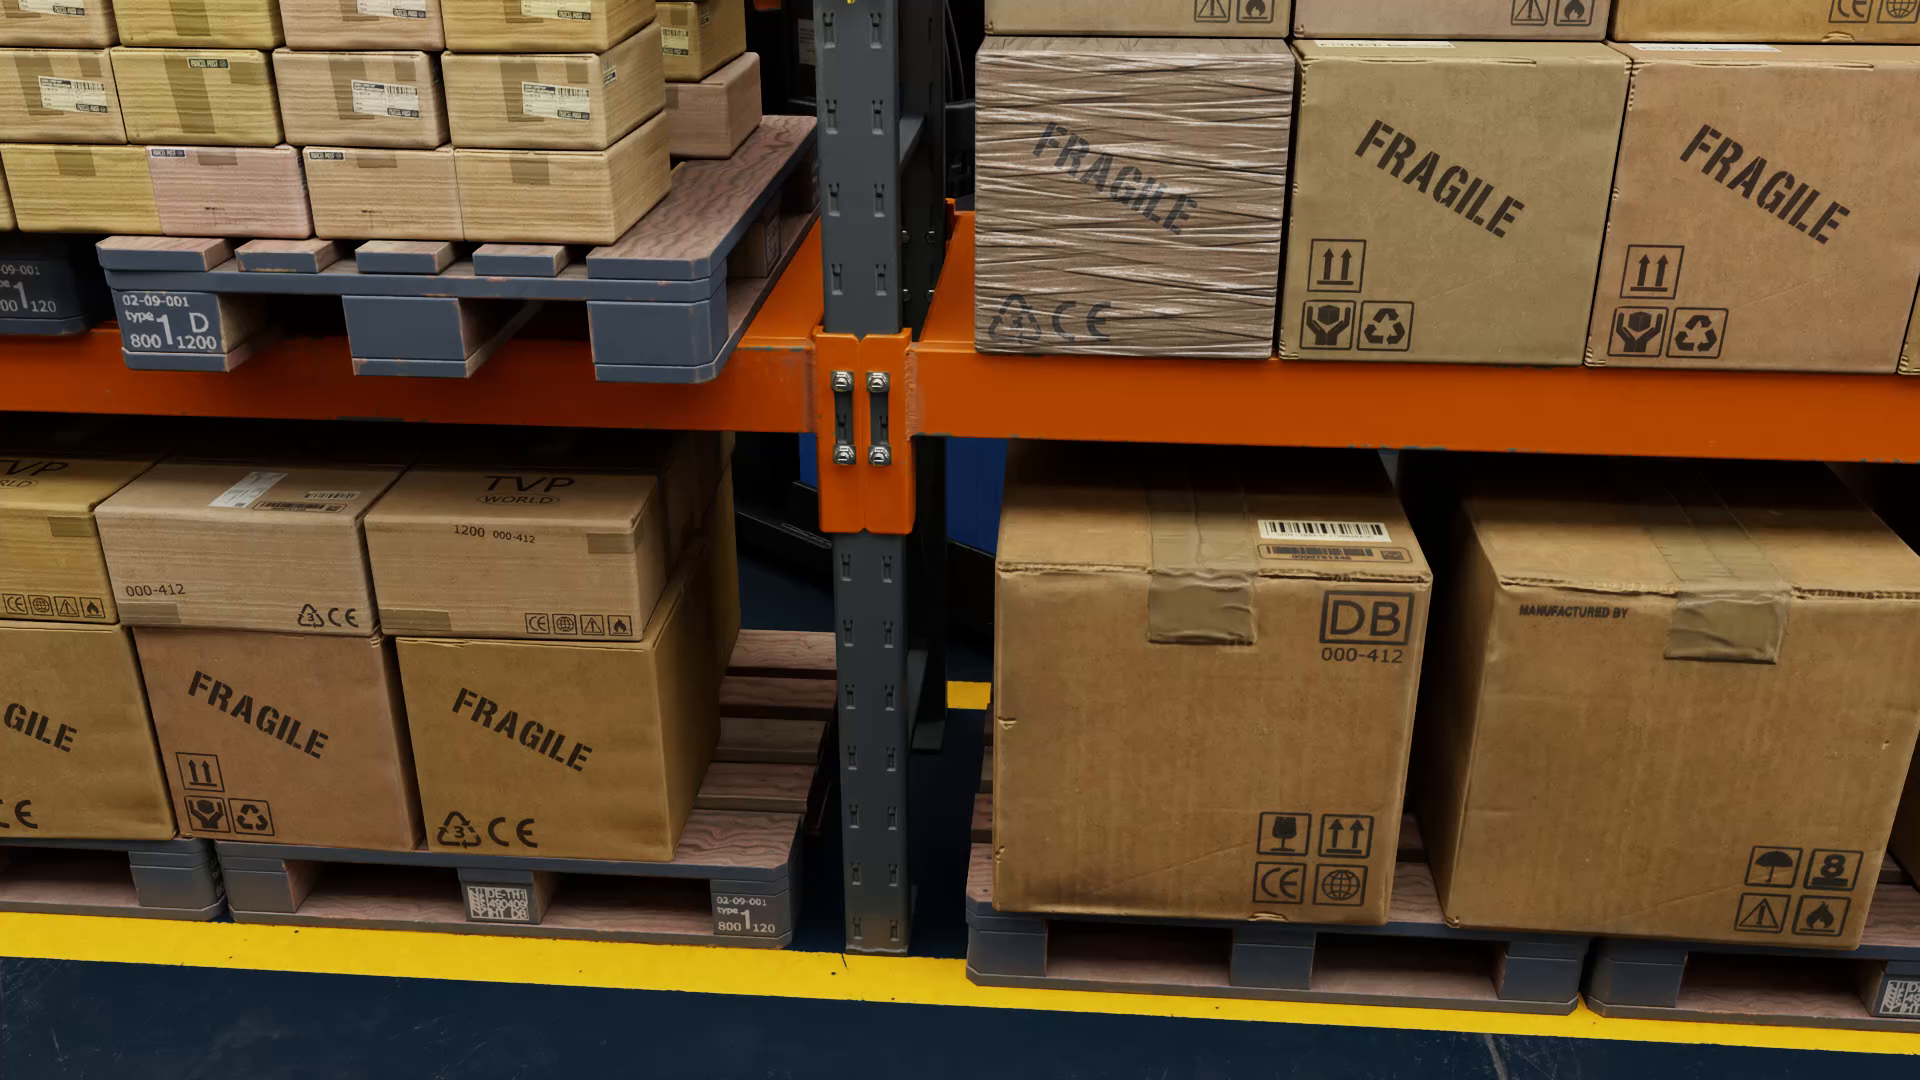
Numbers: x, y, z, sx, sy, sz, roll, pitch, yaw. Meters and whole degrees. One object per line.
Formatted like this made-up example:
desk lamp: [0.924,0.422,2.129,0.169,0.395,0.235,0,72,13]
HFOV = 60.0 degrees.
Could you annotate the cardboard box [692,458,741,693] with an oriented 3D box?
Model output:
cardboard box: [-0.818,0.096,3.941,0.500,0.500,0.500,1,25,2]

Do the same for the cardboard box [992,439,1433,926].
cardboard box: [0.468,0.168,3.485,0.750,0.750,1.050,2,25,3]

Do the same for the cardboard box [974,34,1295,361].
cardboard box: [0.294,-0.638,2.929,0.500,0.500,0.500,2,25,5]

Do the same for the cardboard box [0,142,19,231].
cardboard box: [-1.680,-0.655,2.883,0.250,0.149,0.380,1,25,2]

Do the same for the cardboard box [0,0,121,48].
cardboard box: [-1.434,-0.916,2.738,0.250,0.149,0.380,3,25,6]

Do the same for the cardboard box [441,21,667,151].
cardboard box: [-0.660,-0.758,2.751,0.250,0.149,0.380,2,25,5]

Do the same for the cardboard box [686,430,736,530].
cardboard box: [-0.802,-0.239,3.771,0.500,0.250,0.500,1,25,2]

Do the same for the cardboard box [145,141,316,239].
cardboard box: [-1.163,-0.638,2.845,0.250,0.149,0.380,2,25,5]

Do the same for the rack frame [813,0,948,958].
rack frame: [-0.132,-0.720,3.226,0.127,3.000,1.000,2,25,4]

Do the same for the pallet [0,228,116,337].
pallet: [-2.109,-0.679,3.367,1.213,0.211,1.003,2,25,4]

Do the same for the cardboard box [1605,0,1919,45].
cardboard box: [1.330,-1.170,2.888,0.500,0.500,0.700,1,25,3]

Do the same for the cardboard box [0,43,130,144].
cardboard box: [-1.438,-0.781,2.801,0.250,0.149,0.380,2,25,4]

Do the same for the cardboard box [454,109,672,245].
cardboard box: [-0.660,-0.621,2.809,0.250,0.149,0.380,2,25,5]

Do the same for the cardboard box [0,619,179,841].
cardboard box: [-1.855,0.284,3.531,0.500,0.500,0.500,1,25,2]

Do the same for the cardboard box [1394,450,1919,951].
cardboard box: [1.340,0.195,3.427,0.750,0.750,1.050,2,25,5]

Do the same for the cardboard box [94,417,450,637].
cardboard box: [-1.339,-0.040,3.339,0.500,0.250,0.500,2,25,5]

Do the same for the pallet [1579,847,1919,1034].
pallet: [1.861,0.644,3.599,1.213,0.211,1.003,2,25,4]

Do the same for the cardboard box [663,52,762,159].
cardboard box: [-0.563,-0.895,3.405,0.250,0.149,0.380,2,25,3]

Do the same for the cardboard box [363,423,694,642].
cardboard box: [-0.834,-0.028,3.314,0.500,0.250,0.500,1,25,3]

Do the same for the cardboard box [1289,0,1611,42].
cardboard box: [0.819,-1.185,2.922,0.500,0.500,0.700,1,25,3]

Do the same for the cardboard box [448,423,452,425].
cardboard box: [-1.307,-0.255,3.807,0.500,0.250,0.500,2,25,3]

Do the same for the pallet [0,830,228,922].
pallet: [-2.125,0.481,3.952,1.213,0.211,1.003,2,25,4]

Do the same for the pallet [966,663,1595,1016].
pallet: [0.648,0.603,3.686,1.213,0.211,1.003,2,25,4]

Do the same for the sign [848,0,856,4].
sign: [-0.165,-0.983,2.508,0.005,0.325,0.100,2,25,4]

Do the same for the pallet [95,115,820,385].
pallet: [-0.851,-0.611,3.219,1.003,0.211,1.213,2,25,4]

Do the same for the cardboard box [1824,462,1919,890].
cardboard box: [2.268,0.224,3.363,0.750,0.750,1.050,2,25,4]

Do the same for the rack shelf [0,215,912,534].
rack shelf: [-2.127,-0.457,3.516,4.000,0.370,1.077,2,25,4]

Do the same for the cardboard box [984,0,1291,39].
cardboard box: [0.314,-1.201,2.956,0.500,0.500,0.700,2,25,4]

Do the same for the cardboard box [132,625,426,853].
cardboard box: [-1.326,0.295,3.509,0.500,0.500,0.500,3,25,6]

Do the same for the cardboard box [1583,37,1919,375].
cardboard box: [1.304,-0.607,2.861,0.500,0.500,0.500,2,25,4]

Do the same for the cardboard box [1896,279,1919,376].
cardboard box: [1.801,-0.590,2.825,0.500,0.500,0.500,2,25,3]

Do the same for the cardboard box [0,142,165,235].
cardboard box: [-1.412,-0.647,2.866,0.250,0.149,0.380,2,25,3]

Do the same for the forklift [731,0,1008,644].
forklift: [-0.462,-1.506,5.016,3.031,2.935,1.130,21,32,37]

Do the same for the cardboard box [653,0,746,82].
cardboard box: [-0.599,-1.031,3.344,0.250,0.149,0.380,3,25,6]

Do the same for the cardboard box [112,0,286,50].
cardboard box: [-1.168,-0.909,2.723,0.250,0.149,0.380,3,25,6]

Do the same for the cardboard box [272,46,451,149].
cardboard box: [-0.926,-0.766,2.768,0.250,0.149,0.380,3,25,6]

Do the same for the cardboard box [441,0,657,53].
cardboard box: [-0.656,-0.891,2.685,0.250,0.149,0.380,1,25,2]

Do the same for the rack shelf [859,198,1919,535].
rack shelf: [1.862,-0.329,3.237,4.000,0.370,1.077,2,25,4]

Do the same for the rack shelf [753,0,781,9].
rack shelf: [-1.848,-2.523,8.006,4.000,0.370,1.077,2,25,4]

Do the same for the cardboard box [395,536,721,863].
cardboard box: [-0.809,0.313,3.470,0.500,0.500,0.500,2,25,4]

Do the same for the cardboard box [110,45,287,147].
cardboard box: [-1.189,-0.773,2.784,0.250,0.149,0.380,2,25,5]

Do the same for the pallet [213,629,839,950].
pallet: [-0.912,0.521,3.865,1.213,0.211,1.003,2,25,4]

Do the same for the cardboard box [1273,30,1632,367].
cardboard box: [0.802,-0.623,2.897,0.500,0.500,0.500,2,25,3]

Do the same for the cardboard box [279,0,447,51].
cardboard box: [-0.906,-0.900,2.705,0.250,0.149,0.380,2,25,3]

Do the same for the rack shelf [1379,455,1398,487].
rack shelf: [0.908,0.052,4.328,0.480,0.518,0.431,3,25,5]

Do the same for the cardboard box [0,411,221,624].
cardboard box: [-1.844,-0.063,3.389,0.500,0.250,0.500,2,25,5]

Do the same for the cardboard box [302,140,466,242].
cardboard box: [-0.907,-0.629,2.828,0.250,0.149,0.380,2,25,4]

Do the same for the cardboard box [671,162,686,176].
cardboard box: [-1.426,-2.099,8.262,0.875,0.875,0.875,2,25,5]

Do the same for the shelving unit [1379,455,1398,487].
shelving unit: [0.911,-0.598,4.032,0.503,2.100,0.431,3,25,5]
